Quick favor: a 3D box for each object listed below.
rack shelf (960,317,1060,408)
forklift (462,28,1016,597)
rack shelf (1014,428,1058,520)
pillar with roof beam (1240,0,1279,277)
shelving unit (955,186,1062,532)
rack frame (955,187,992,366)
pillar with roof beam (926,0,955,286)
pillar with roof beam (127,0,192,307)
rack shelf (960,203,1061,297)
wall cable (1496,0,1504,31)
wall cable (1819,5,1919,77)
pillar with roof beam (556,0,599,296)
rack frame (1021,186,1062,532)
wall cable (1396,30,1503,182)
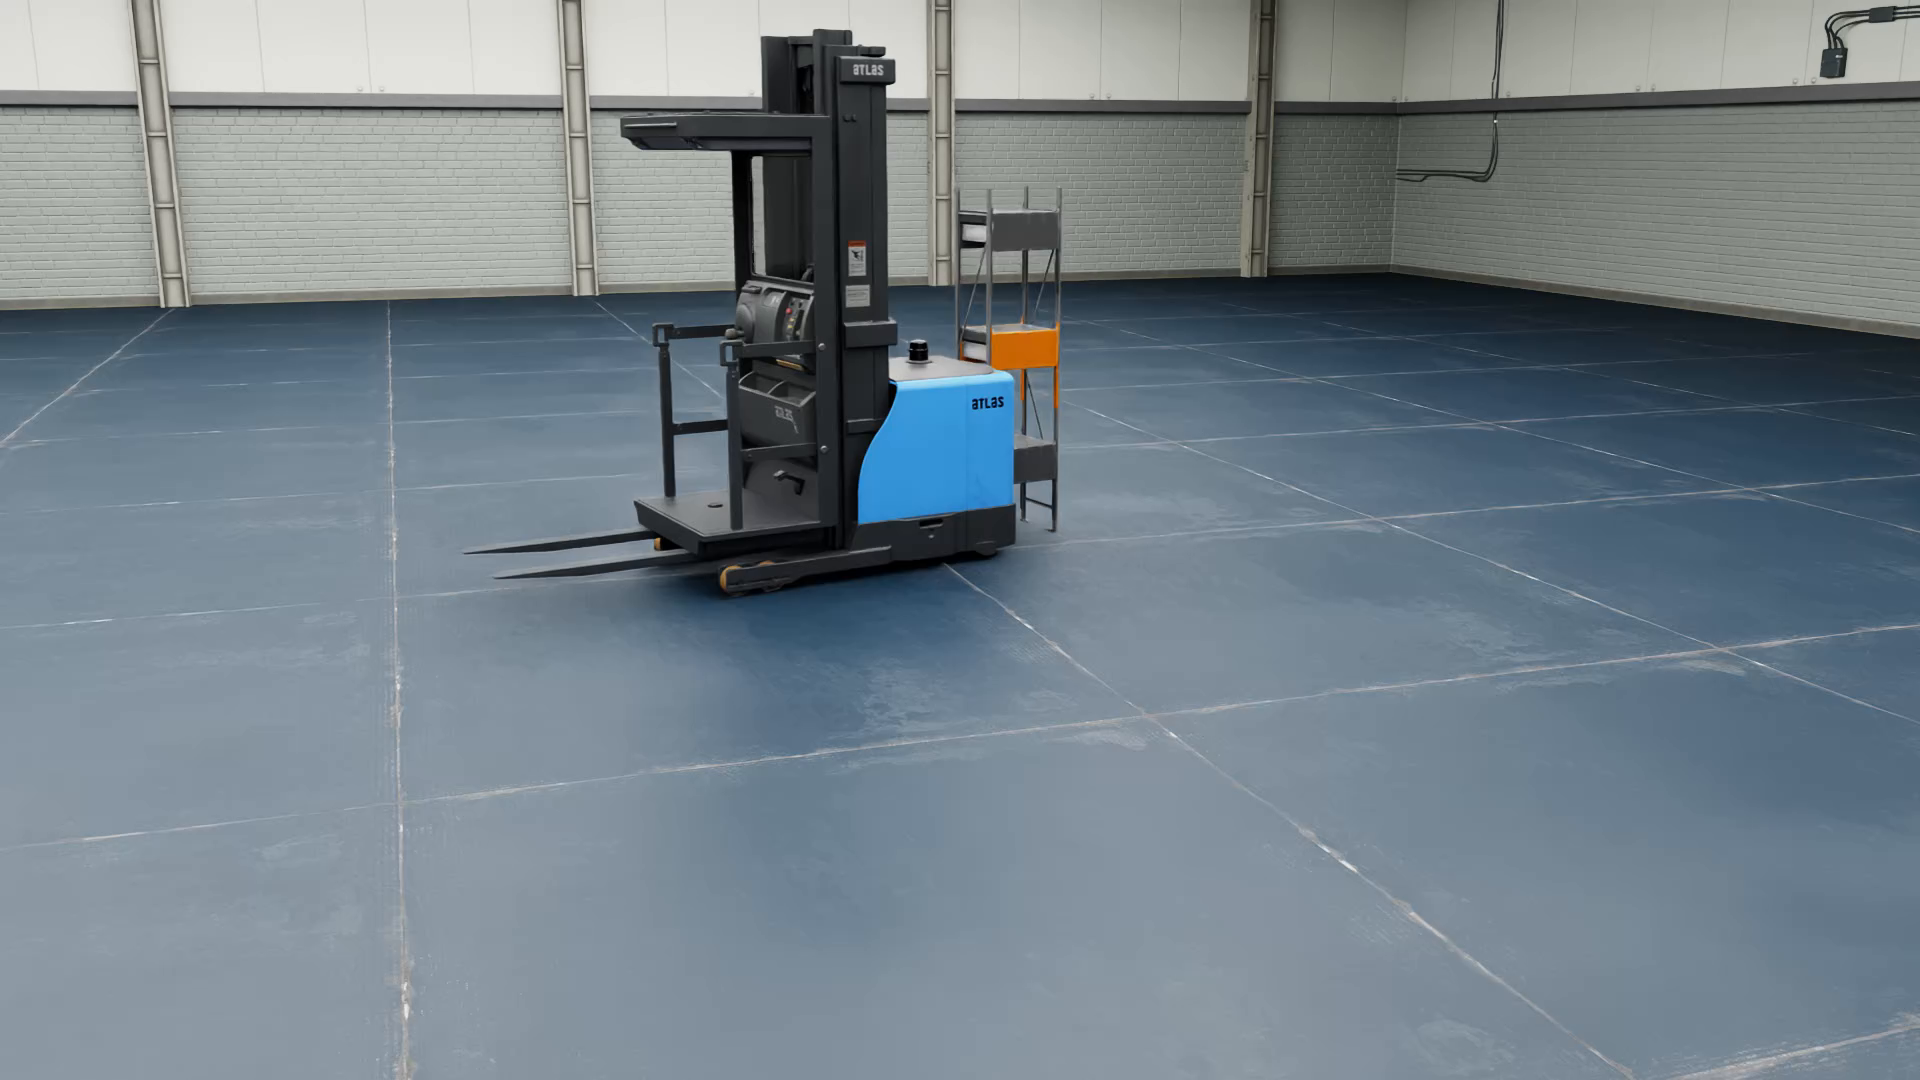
[{"bbox_3d":[0.289,-1.069,10.160,0.480,0.518,0.431,-8,15,-29],"label":"rack shelf"},{"bbox_3d":[-1.205,-1.262,9.116,3.031,2.935,1.130,-8,15,-29],"label":"forklift"},{"bbox_3d":[0.289,-0.388,10.322,0.480,0.518,0.431,-8,15,-29],"label":"rack shelf"},{"bbox_3d":[6.738,-8.253,25.393,0.400,9.000,9.100,-4,14,-18],"label":"pillar with roof beam"},{"bbox_3d":[0.289,-1.083,10.157,0.503,2.100,0.431,-8,15,-29],"label":"shelving unit"},{"bbox_3d":[0.078,-1.054,10.037,0.015,2.100,0.400,-8,15,-29],"label":"rack frame"},{"bbox_3d":[1.052,-7.810,23.531,0.400,9.000,9.100,-4,14,-18],"label":"pillar with roof beam"},{"bbox_3d":[-10.322,-6.925,19.808,0.400,9.000,9.100,-4,14,-18],"label":"pillar with roof beam"},{"bbox_3d":[0.289,-1.750,9.998,0.480,0.518,0.431,-8,15,-29],"label":"rack shelf"},{"bbox_3d":[9.442,-9.478,26.338,0.112,2.526,3.097,-4,14,-18],"label":"wall cable"},{"bbox_3d":[11.592,-8.696,19.905,0.169,6.003,2.305,-4,14,-18],"label":"wall cable"},{"bbox_3d":[-4.635,-7.367,21.670,0.400,9.000,9.100,-4,14,-18],"label":"pillar with roof beam"},{"bbox_3d":[0.499,-1.111,10.277,0.015,2.100,0.400,-8,15,-29],"label":"rack frame"},{"bbox_3d":[8.579,-7.614,29.417,0.112,2.526,3.097,-4,14,-18],"label":"wall cable"}]
